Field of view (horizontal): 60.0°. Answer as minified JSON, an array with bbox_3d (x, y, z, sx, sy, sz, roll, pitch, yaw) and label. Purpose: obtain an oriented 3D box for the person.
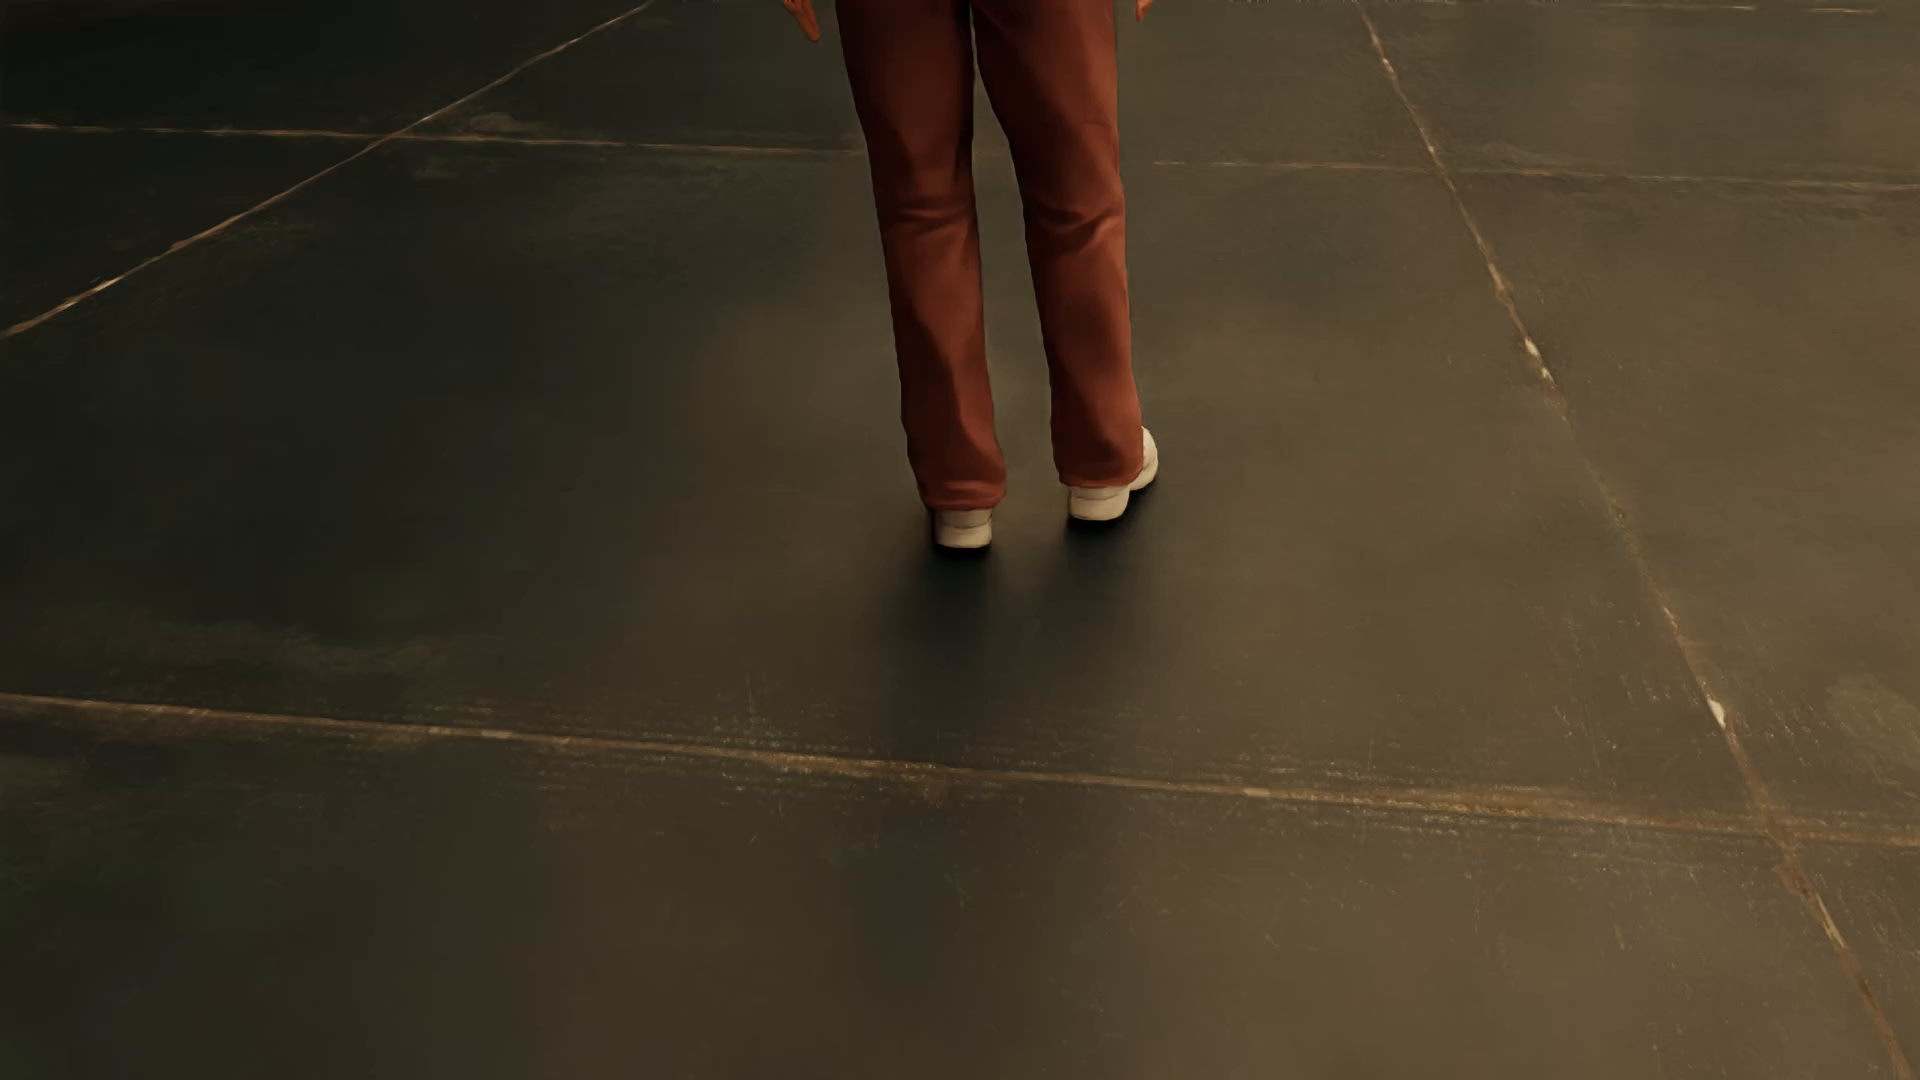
[{"bbox_3d":[0.022,-0.789,2.199,0.554,1.665,0.526,3,27,7],"label":"person"}]
